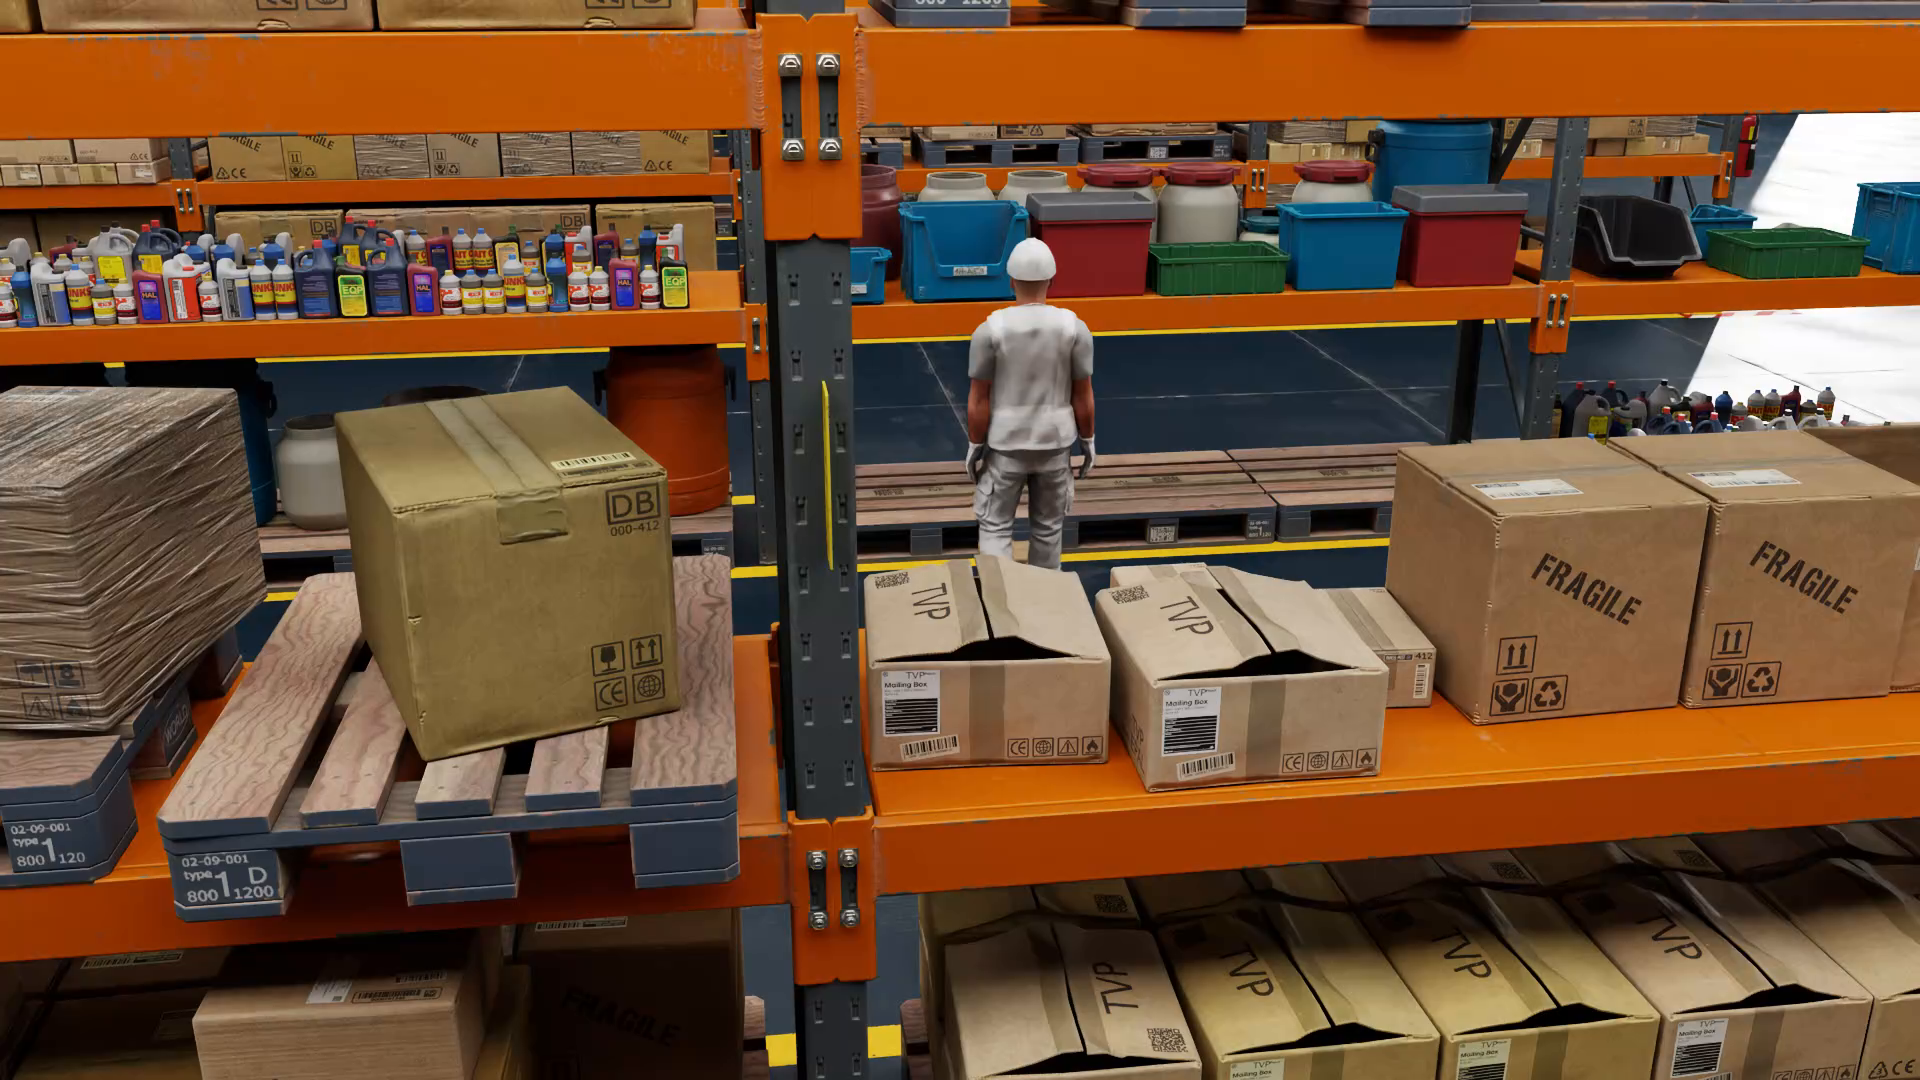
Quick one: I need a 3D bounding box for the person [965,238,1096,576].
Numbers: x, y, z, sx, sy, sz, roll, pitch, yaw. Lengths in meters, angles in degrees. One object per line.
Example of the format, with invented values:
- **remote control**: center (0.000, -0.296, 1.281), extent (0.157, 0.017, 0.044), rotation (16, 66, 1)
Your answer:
- **person**: center (0.303, -0.402, 7.135), extent (0.567, 1.795, 0.609), rotation (-1, 20, -2)
